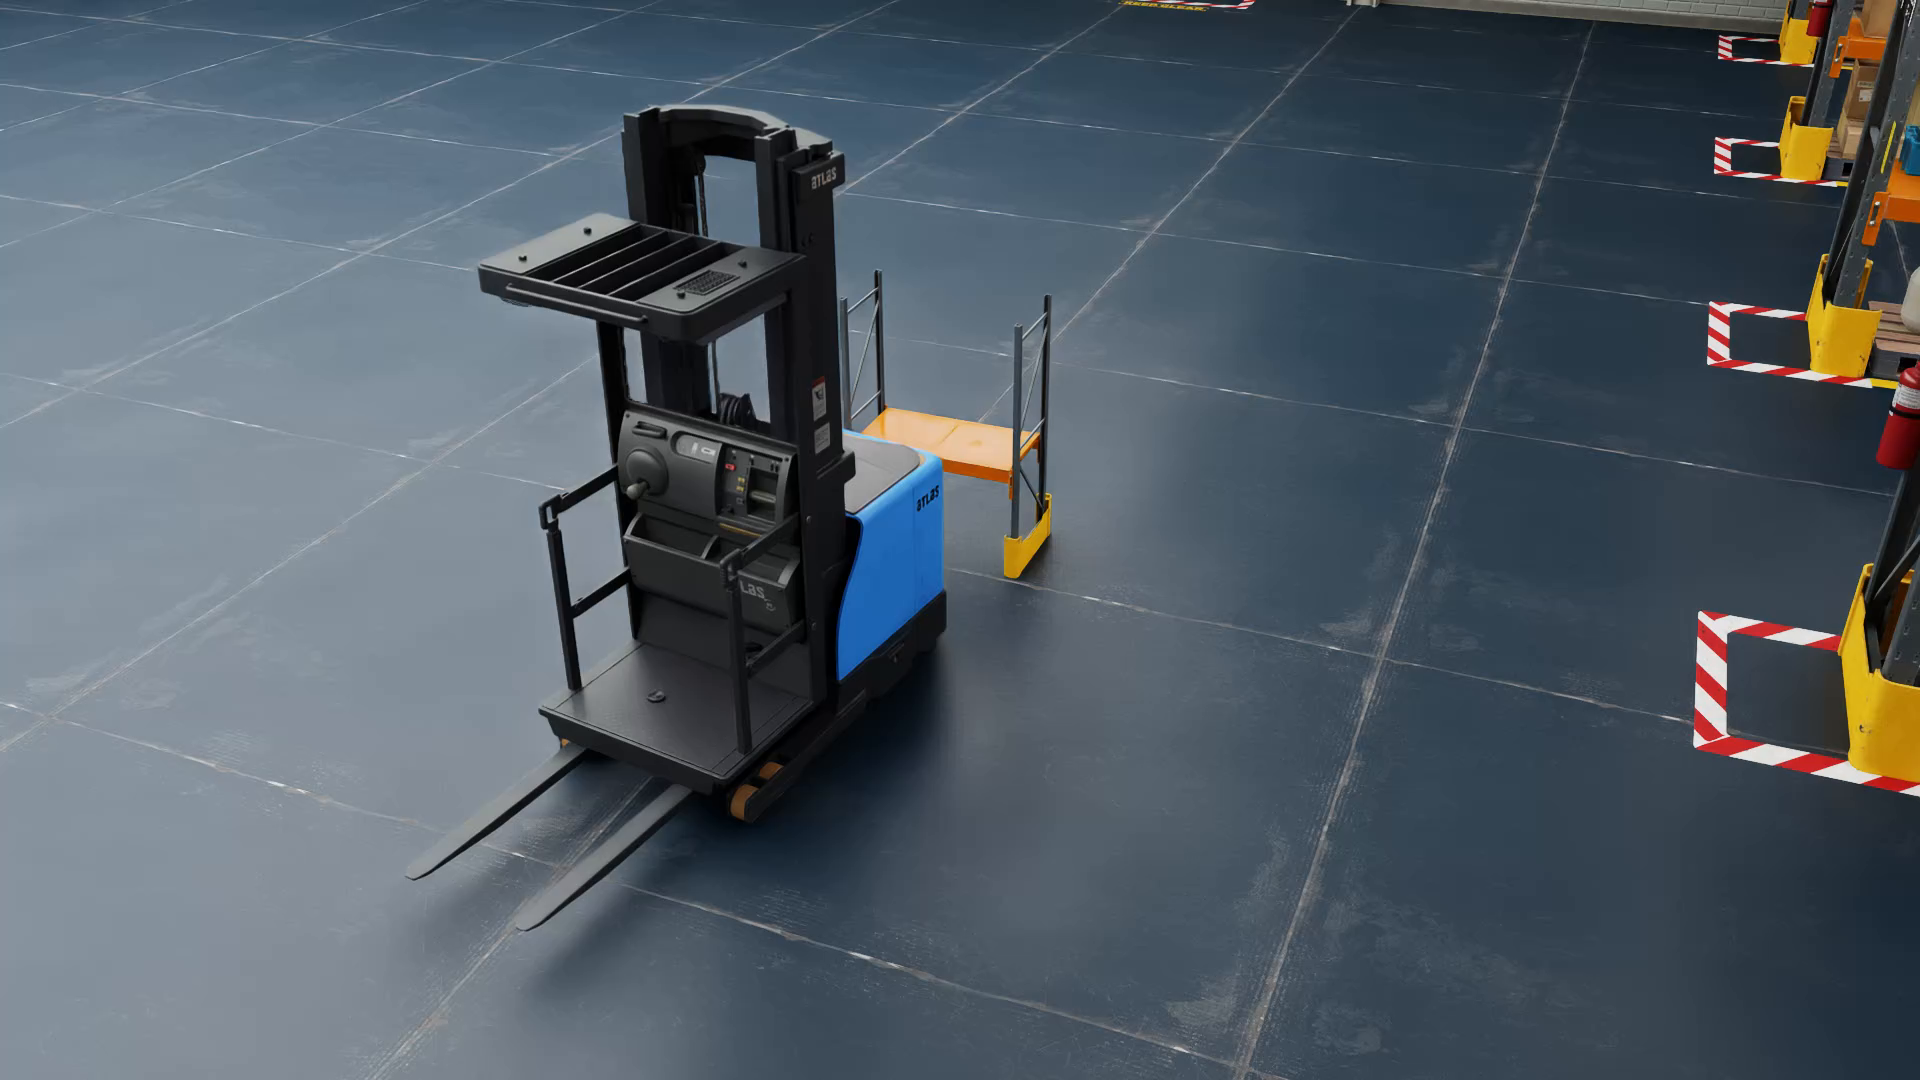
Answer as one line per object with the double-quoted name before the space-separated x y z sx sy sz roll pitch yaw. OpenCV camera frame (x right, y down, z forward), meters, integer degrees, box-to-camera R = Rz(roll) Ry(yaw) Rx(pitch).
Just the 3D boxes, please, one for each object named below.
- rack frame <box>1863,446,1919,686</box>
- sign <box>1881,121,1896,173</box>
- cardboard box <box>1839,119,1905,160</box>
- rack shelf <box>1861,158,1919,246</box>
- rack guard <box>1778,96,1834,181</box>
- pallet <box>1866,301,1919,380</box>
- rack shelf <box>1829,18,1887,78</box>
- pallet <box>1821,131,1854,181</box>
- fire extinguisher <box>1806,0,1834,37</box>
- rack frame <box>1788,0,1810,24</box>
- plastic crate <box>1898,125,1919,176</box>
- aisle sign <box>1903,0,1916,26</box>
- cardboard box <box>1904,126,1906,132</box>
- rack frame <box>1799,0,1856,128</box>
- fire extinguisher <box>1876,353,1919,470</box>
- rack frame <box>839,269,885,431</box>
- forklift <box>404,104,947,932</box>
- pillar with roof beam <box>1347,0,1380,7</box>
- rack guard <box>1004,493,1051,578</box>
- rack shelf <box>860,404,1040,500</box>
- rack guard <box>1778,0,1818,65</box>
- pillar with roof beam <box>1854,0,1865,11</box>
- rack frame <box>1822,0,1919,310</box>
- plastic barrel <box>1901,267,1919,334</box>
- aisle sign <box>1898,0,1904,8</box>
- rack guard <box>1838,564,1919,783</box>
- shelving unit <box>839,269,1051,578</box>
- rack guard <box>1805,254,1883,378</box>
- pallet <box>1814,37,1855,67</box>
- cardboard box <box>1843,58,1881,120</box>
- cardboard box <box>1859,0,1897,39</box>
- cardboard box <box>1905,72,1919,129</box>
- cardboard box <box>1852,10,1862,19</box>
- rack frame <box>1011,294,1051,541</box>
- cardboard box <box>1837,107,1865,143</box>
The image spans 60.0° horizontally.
"rack frame" 4.504 -0.475 7.541 0.127 3.000 1.000 11 31 19
"sign" 6.155 -2.603 11.026 0.005 0.325 0.100 11 31 19
"cardboard box" 8.645 -3.776 15.750 0.500 0.250 0.500 11 31 19
"rack shelf" 8.219 -2.050 11.059 4.000 0.370 1.077 11 31 19
"rack guard" 8.210 -3.907 16.154 0.348 0.500 1.175 11 31 19
"pallet" 7.205 -1.374 11.966 1.213 0.211 1.003 11 31 19
"rack shelf" 10.085 -4.308 15.054 4.000 0.370 1.077 11 31 19
"pallet" 8.956 -3.654 16.001 1.213 0.211 1.003 11 31 19
"fire extinguisher" 8.297 -5.191 15.964 0.183 0.674 0.296 11 31 19
"rack frame" 10.091 -7.250 19.529 0.127 3.000 1.000 11 31 19
"plastic crate" 6.942 -2.712 11.651 0.616 0.251 0.499 11 31 19
"aisle sign" 6.189 -3.744 10.684 0.004 0.787 0.394 11 31 19
"cardboard box" 9.110 -3.685 15.589 0.500 0.250 0.500 11 31 19
"rack frame" 8.232 -4.991 15.531 0.127 3.000 1.000 11 31 19
"fire extinguisher" 4.571 -0.672 7.969 0.183 0.674 0.296 11 31 19
"rack frame" -0.550 -0.763 9.575 0.032 1.500 0.500 11 31 19
"forklift" -1.245 -0.263 7.237 1.130 2.935 3.031 16 33 26
"pillar with roof beam" 3.886 -9.274 17.012 0.400 9.000 9.100 11 31 19
"rack guard" 0.391 -0.031 9.550 0.087 0.250 0.587 11 31 19
"rack shelf" -0.079 -0.512 9.497 1.000 0.185 0.538 11 31 19
"rack guard" 10.161 -6.148 20.119 0.348 0.500 1.175 11 31 19
"pillar with roof beam" 9.446 -8.164 15.048 0.400 9.000 9.100 11 31 19
"rack frame" 6.366 -2.733 11.537 0.127 3.000 1.000 11 31 19
"plastic barrel" 7.005 -1.746 11.892 0.421 0.512 0.421 0 29 0
"aisle sign" 6.411 -4.013 11.160 0.004 0.787 0.394 11 31 19
"rack guard" 4.574 0.628 8.131 0.348 0.500 1.175 11 31 19
"shelving unit" -0.071 -0.667 9.406 1.083 1.500 0.587 11 31 19
"rack guard" 6.454 -1.652 12.165 0.348 0.500 1.175 11 31 19
"pallet" 10.901 -5.856 19.895 1.213 0.211 1.003 11 31 19
"cardboard box" 8.841 -4.339 15.985 0.500 0.500 0.500 11 31 19
"cardboard box" 8.660 -4.942 15.344 0.500 0.500 0.700 11 31 19
"cardboard box" 9.109 -4.011 15.403 0.500 0.500 0.500 11 31 19
"cardboard box" 10.698 -6.102 19.783 0.500 0.311 0.500 8 30 13
"rack frame" 0.392 -0.575 9.242 0.032 1.500 0.500 11 31 19
"cardboard box" 8.840 -4.012 16.167 0.500 0.250 0.500 11 31 19
